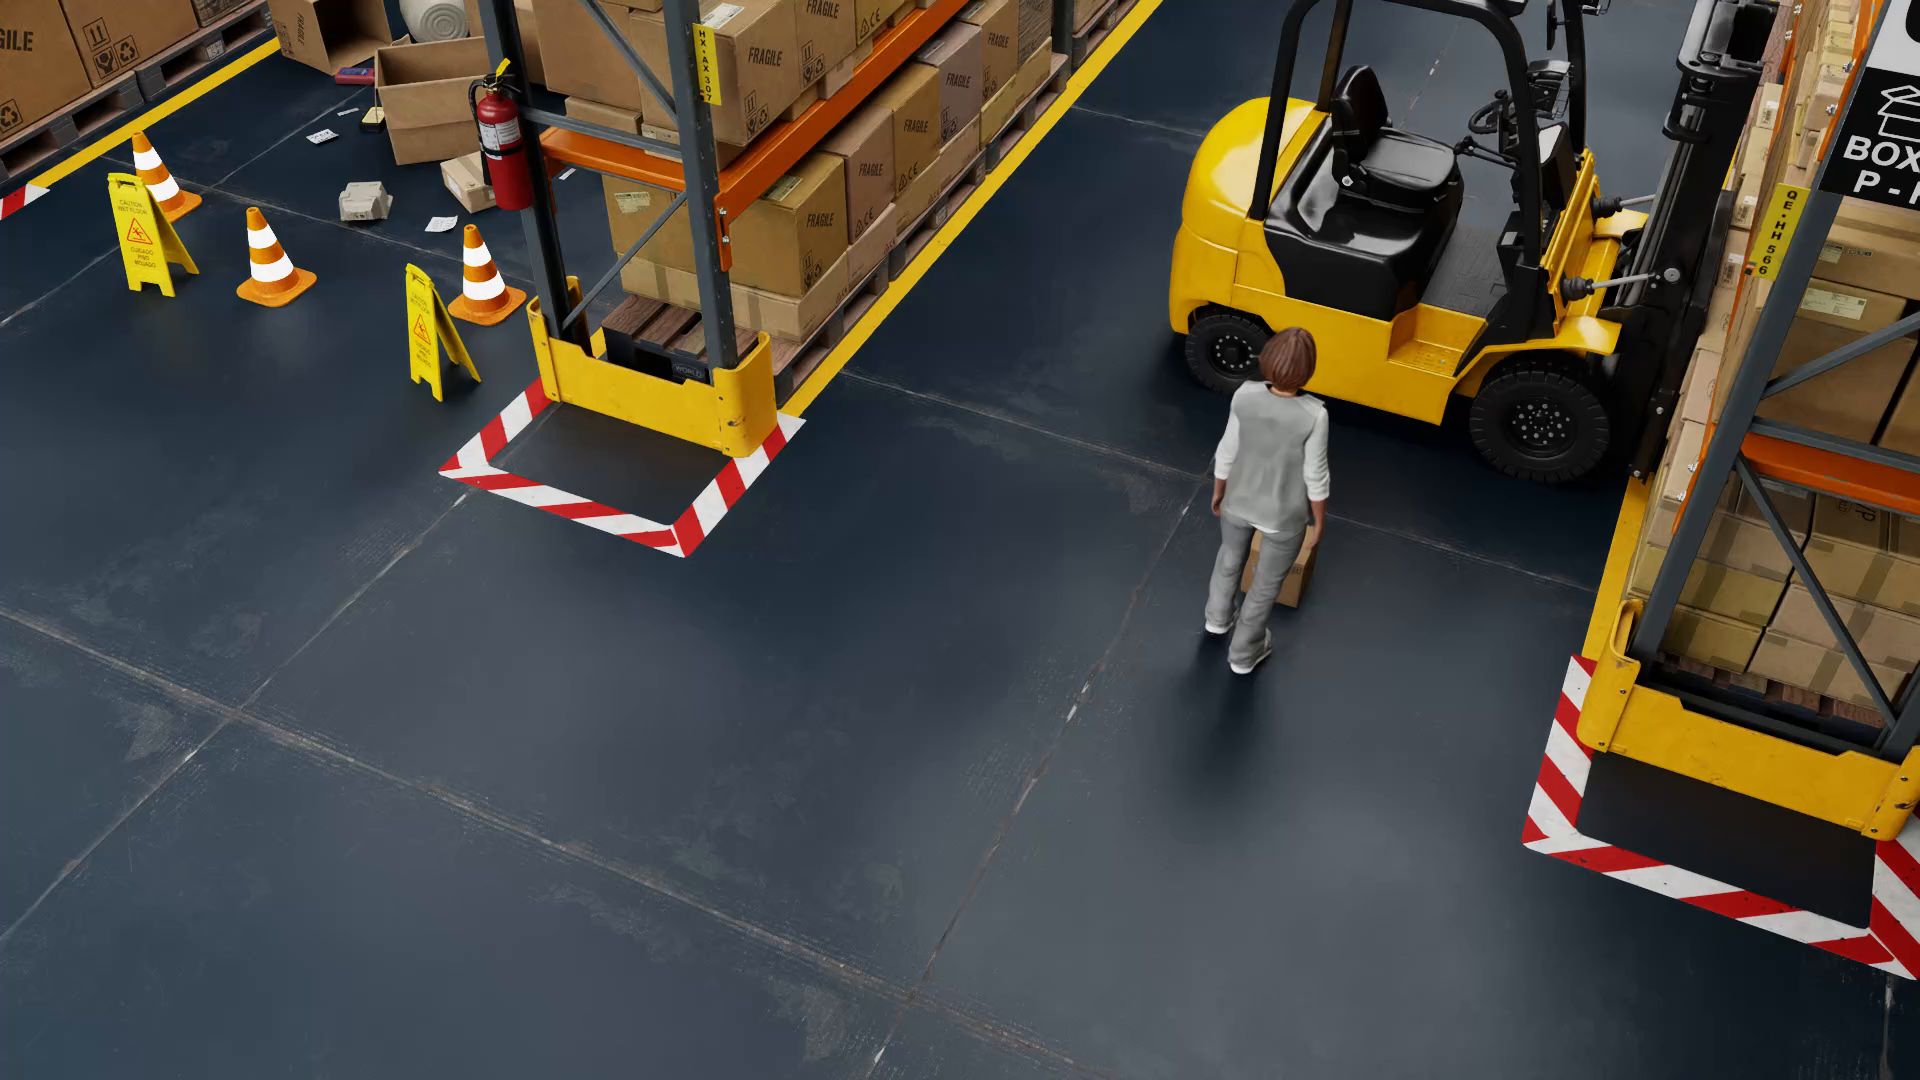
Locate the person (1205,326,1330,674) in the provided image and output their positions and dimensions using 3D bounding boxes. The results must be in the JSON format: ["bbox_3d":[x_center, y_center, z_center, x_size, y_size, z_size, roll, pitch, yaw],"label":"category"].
[{"bbox_3d":[1.192,-0.134,6.335,0.442,1.643,0.422,23,47,23],"label":"person"}]
